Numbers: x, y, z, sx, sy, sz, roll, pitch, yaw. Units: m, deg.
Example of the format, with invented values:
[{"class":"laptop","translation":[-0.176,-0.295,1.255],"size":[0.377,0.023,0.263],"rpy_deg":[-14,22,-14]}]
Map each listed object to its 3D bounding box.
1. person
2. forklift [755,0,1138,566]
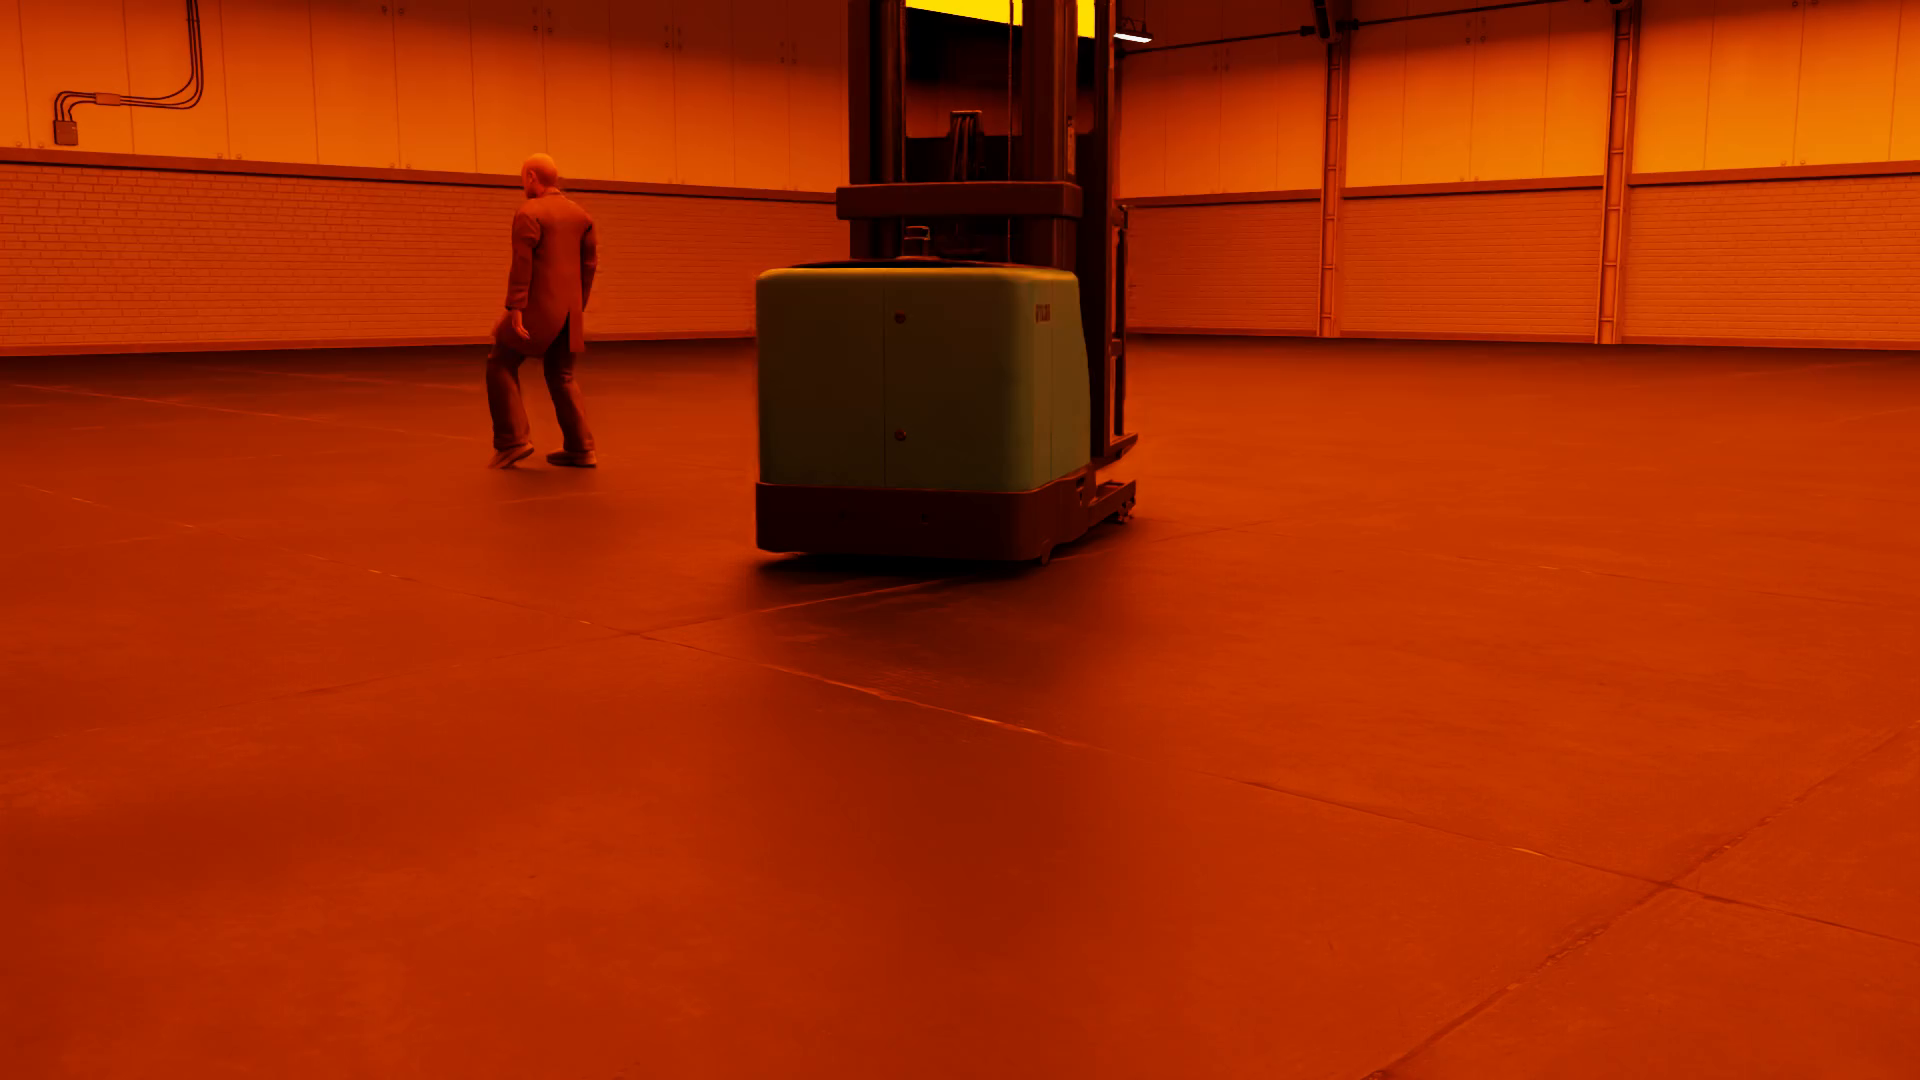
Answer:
[{"class":"person","translation":[-2.372,-1.263,9.450],"size":[0.559,1.828,0.699],"rpy_deg":[5,10,29]},{"class":"forklift","translation":[0.158,-1.538,7.090],"size":[1.130,2.935,3.031],"rpy_deg":[2,9,16]}]
